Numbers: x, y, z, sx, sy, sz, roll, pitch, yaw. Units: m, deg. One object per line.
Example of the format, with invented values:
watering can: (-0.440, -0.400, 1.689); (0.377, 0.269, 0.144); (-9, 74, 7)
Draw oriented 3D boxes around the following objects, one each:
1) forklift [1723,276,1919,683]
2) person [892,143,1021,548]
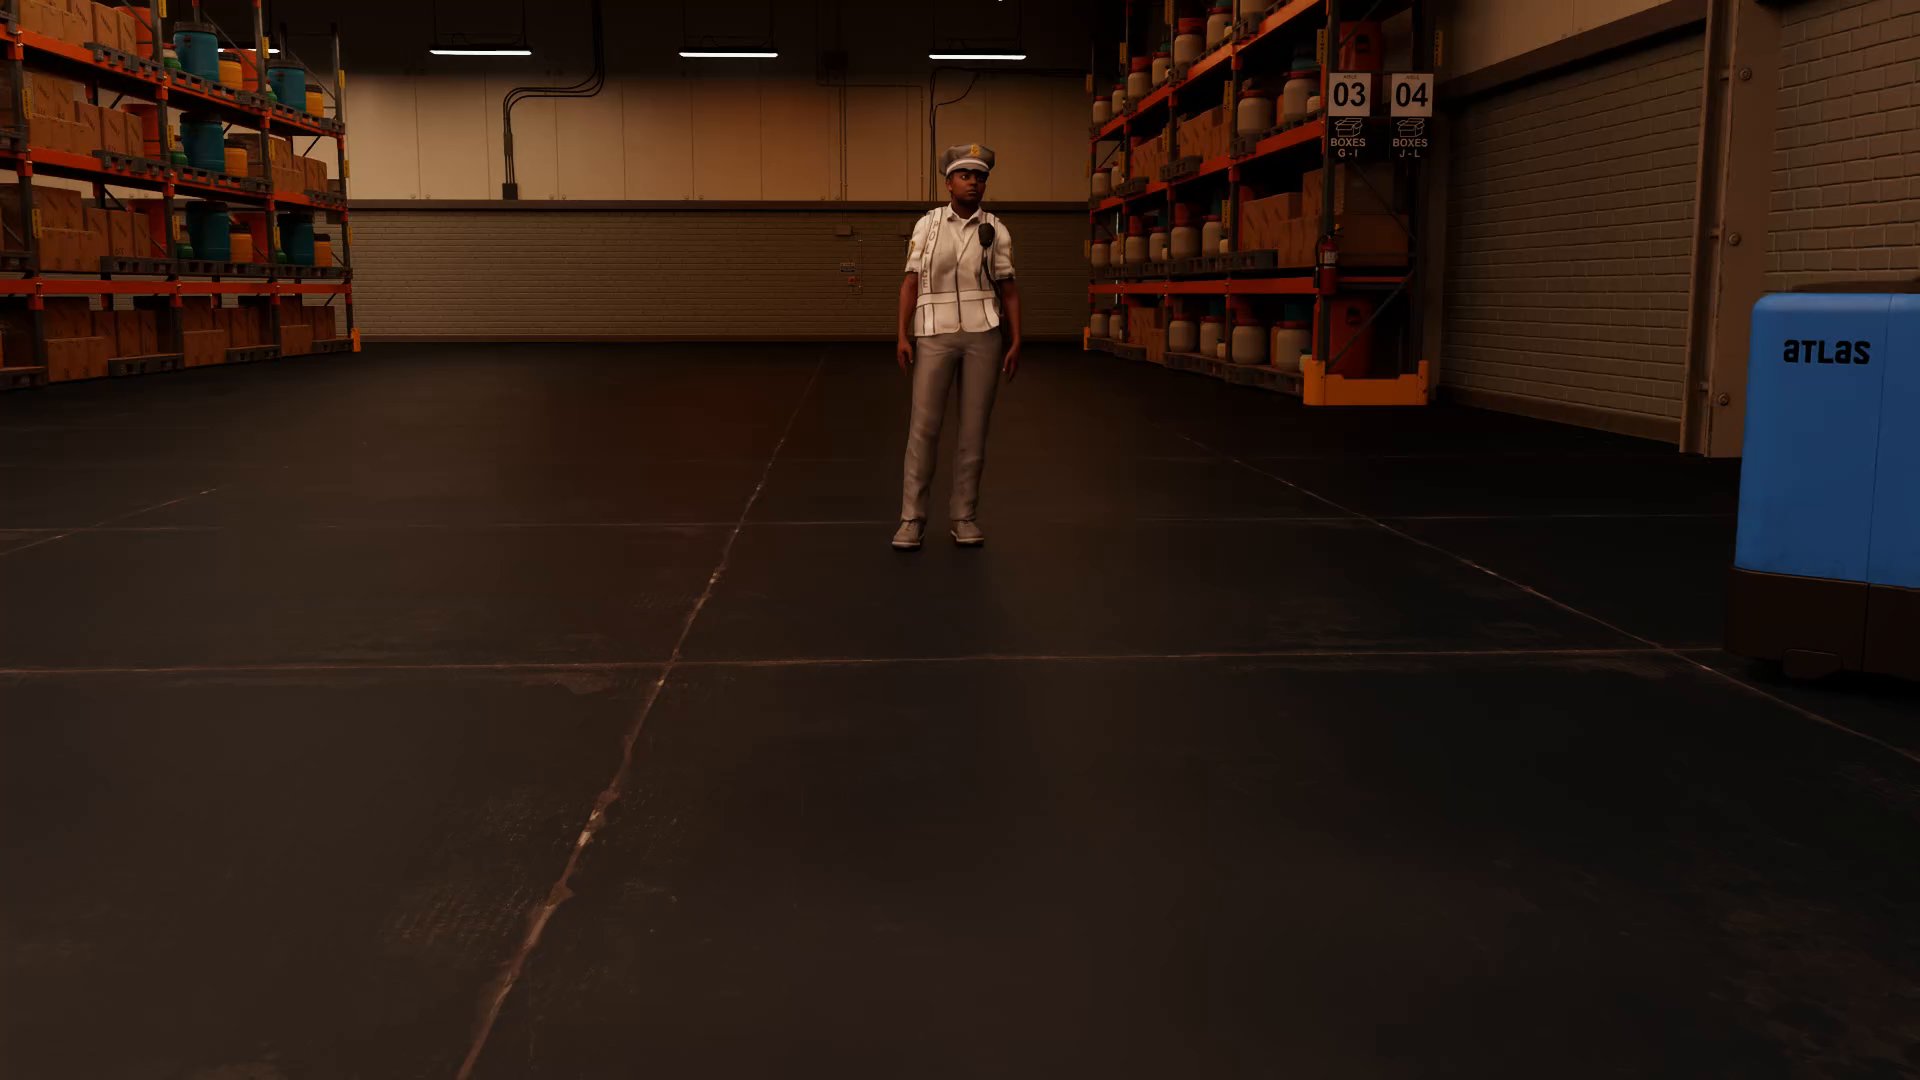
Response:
forklift: (3.607, -0.973, 3.886); (3.031, 2.935, 1.130); (7, 11, 41)
person: (-0.015, -0.833, 7.109); (0.570, 1.694, 0.528); (-1, 8, -4)
